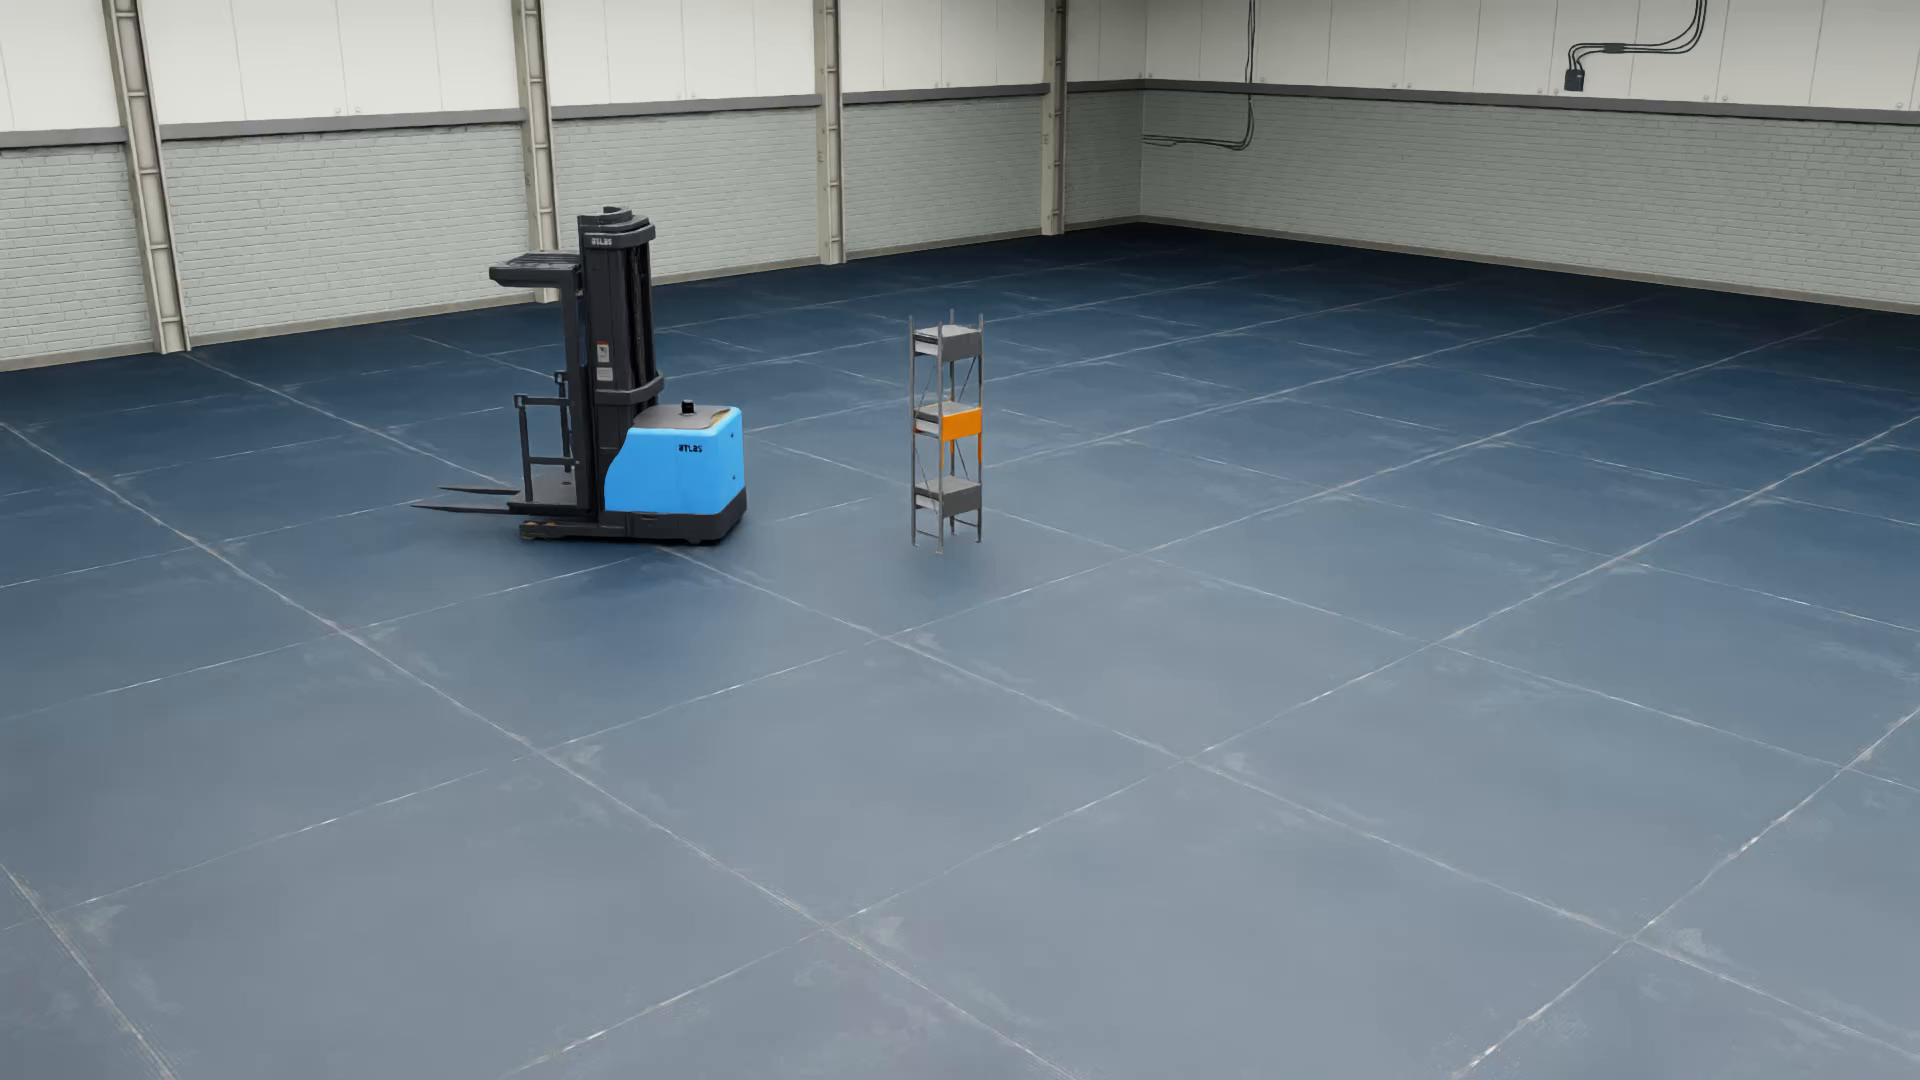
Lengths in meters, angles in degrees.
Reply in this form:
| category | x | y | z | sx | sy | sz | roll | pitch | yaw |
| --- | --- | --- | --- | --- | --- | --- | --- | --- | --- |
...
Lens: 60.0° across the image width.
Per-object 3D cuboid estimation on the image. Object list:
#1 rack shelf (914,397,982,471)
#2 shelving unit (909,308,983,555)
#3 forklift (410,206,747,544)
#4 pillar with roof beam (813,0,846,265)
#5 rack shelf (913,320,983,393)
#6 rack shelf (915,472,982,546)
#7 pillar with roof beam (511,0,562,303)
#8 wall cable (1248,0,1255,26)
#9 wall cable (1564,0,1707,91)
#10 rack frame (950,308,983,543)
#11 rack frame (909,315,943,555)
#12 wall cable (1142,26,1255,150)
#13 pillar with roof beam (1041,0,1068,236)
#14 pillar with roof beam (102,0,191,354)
| category | x | y | z | sx | sy | sz | roll | pitch | yaw |
| --- | --- | --- | --- | --- | --- | --- | --- | --- | --- |
| rack shelf | -0.120 | -0.951 | 14.822 | 0.480 | 0.518 | 0.431 | -16 | 24 | -41 |
| shelving unit | -0.120 | -0.964 | 14.818 | 0.503 | 2.100 | 0.431 | -16 | 24 | -41 |
| forklift | -3.597 | -1.545 | 15.263 | 3.031 | 2.935 | 1.130 | 2 | 18 | 7 |
| pillar with roof beam | 0.560 | -8.530 | 26.969 | 0.400 | 9.000 | 9.100 | -16 | 24 | -41 |
| rack shelf | -0.120 | -1.617 | 14.606 | 0.480 | 0.518 | 0.431 | -16 | 24 | -41 |
| rack shelf | -0.120 | -0.285 | 15.038 | 0.480 | 0.518 | 0.431 | -16 | 24 | -41 |
| pillar with roof beam | -3.800 | -7.259 | 23.048 | 0.400 | 9.000 | 9.100 | -16 | 24 | -41 |
| wall cable | 6.869 | -11.413 | 32.707 | 0.112 | 2.526 | 3.097 | -16 | 24 | -41 |
| wall cable | 11.522 | -10.581 | 27.781 | 0.169 | 6.003 | 2.305 | -16 | 24 | -41 |
| rack frame | 0.057 | -1.015 | 14.977 | 0.015 | 2.100 | 0.400 | -16 | 24 | -41 |
| rack frame | -0.298 | -0.912 | 14.659 | 0.015 | 2.100 | 0.400 | -16 | 24 | -41 |
| wall cable | 5.011 | -9.617 | 35.356 | 0.112 | 2.526 | 3.097 | -16 | 24 | -41 |
| pillar with roof beam | 4.919 | -9.802 | 30.890 | 0.400 | 9.000 | 9.100 | -16 | 24 | -41 |
| pillar with roof beam | -8.160 | -5.987 | 19.126 | 0.400 | 9.000 | 9.100 | -16 | 24 | -41 |
